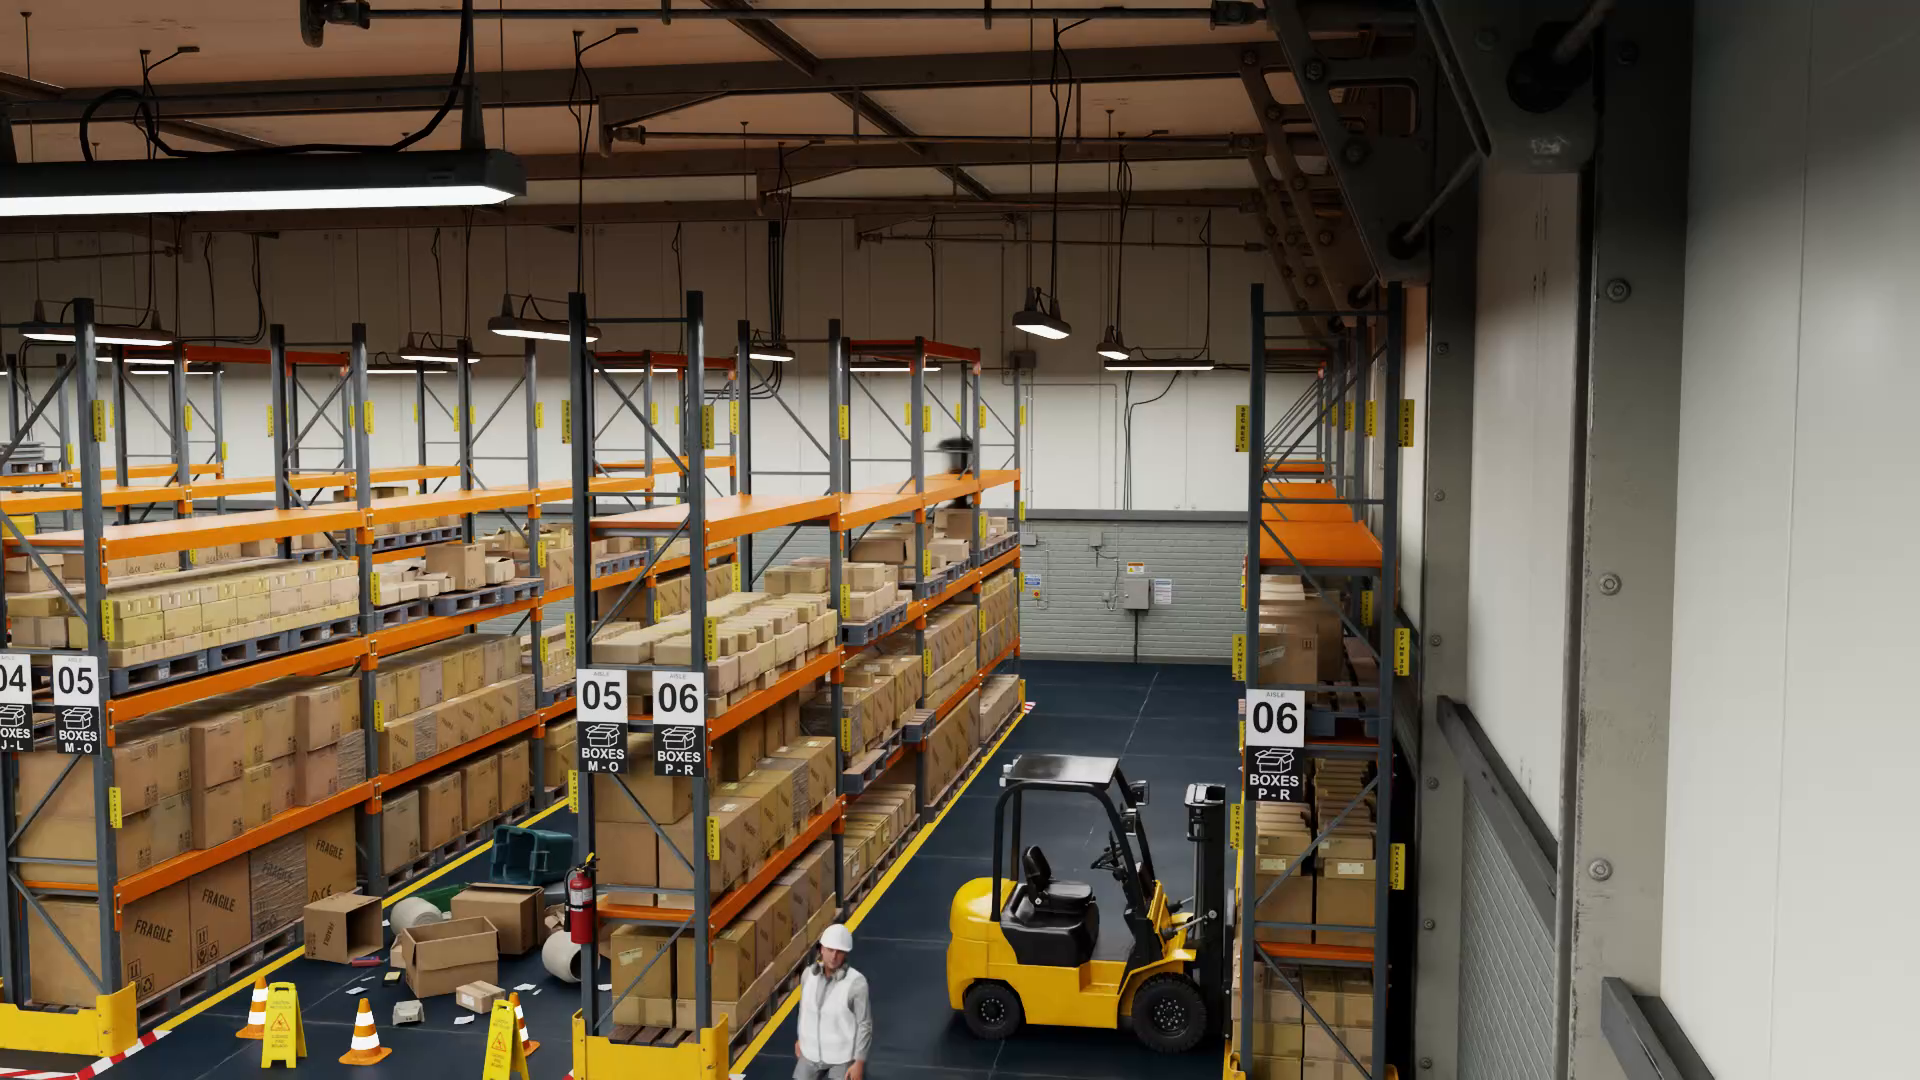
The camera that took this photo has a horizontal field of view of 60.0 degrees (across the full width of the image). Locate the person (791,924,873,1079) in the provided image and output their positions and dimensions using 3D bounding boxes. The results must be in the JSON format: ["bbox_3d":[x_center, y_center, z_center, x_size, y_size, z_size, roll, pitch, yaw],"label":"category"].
[{"bbox_3d":[-0.902,3.400,11.131,0.761,1.738,0.570,2,5,20],"label":"person"}]
